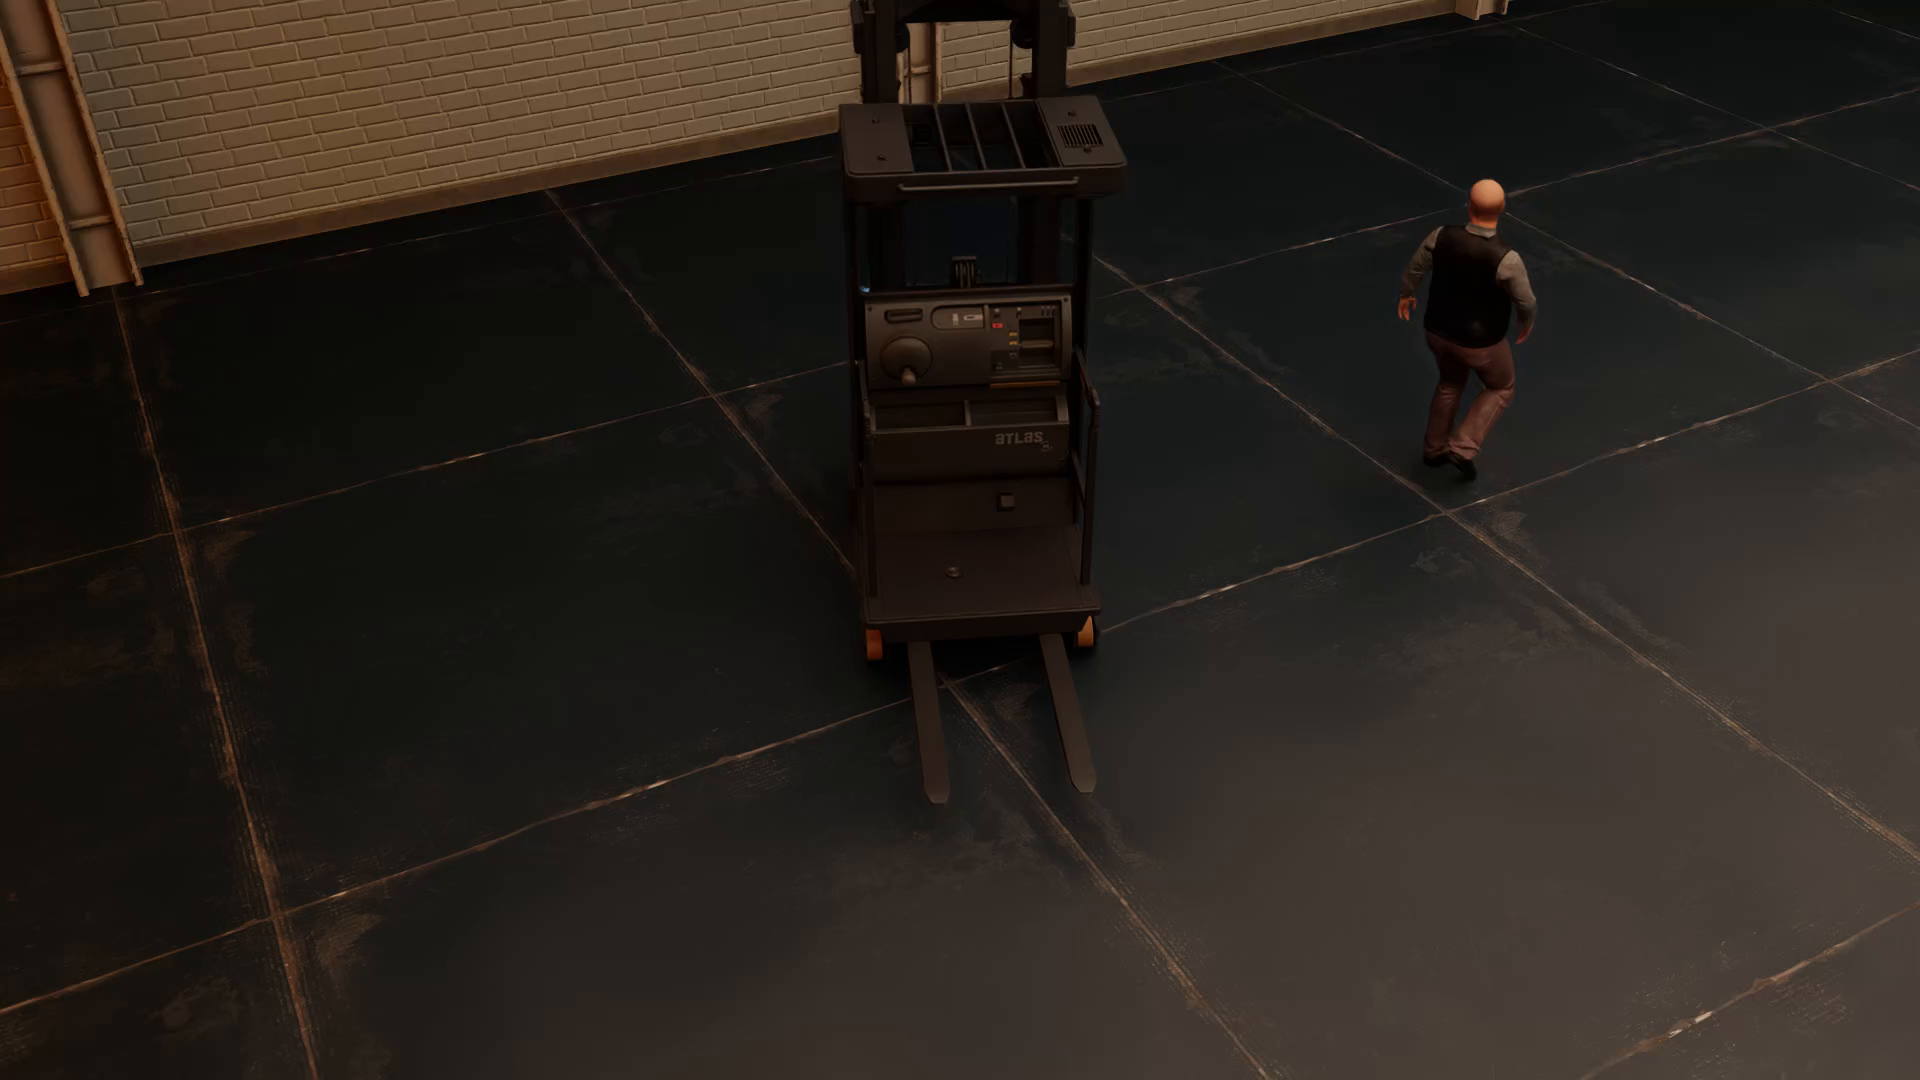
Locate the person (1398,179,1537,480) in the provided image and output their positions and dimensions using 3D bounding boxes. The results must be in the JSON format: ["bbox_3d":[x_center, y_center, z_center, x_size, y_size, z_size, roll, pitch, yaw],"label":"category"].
[{"bbox_3d":[2.662,-1.124,8.798,0.481,1.688,0.760,-25,42,-31],"label":"person"}]

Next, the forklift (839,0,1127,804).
[{"bbox_3d":[0.064,-0.832,7.300,1.130,2.935,3.031,-3,35,-5],"label":"forklift"}]
